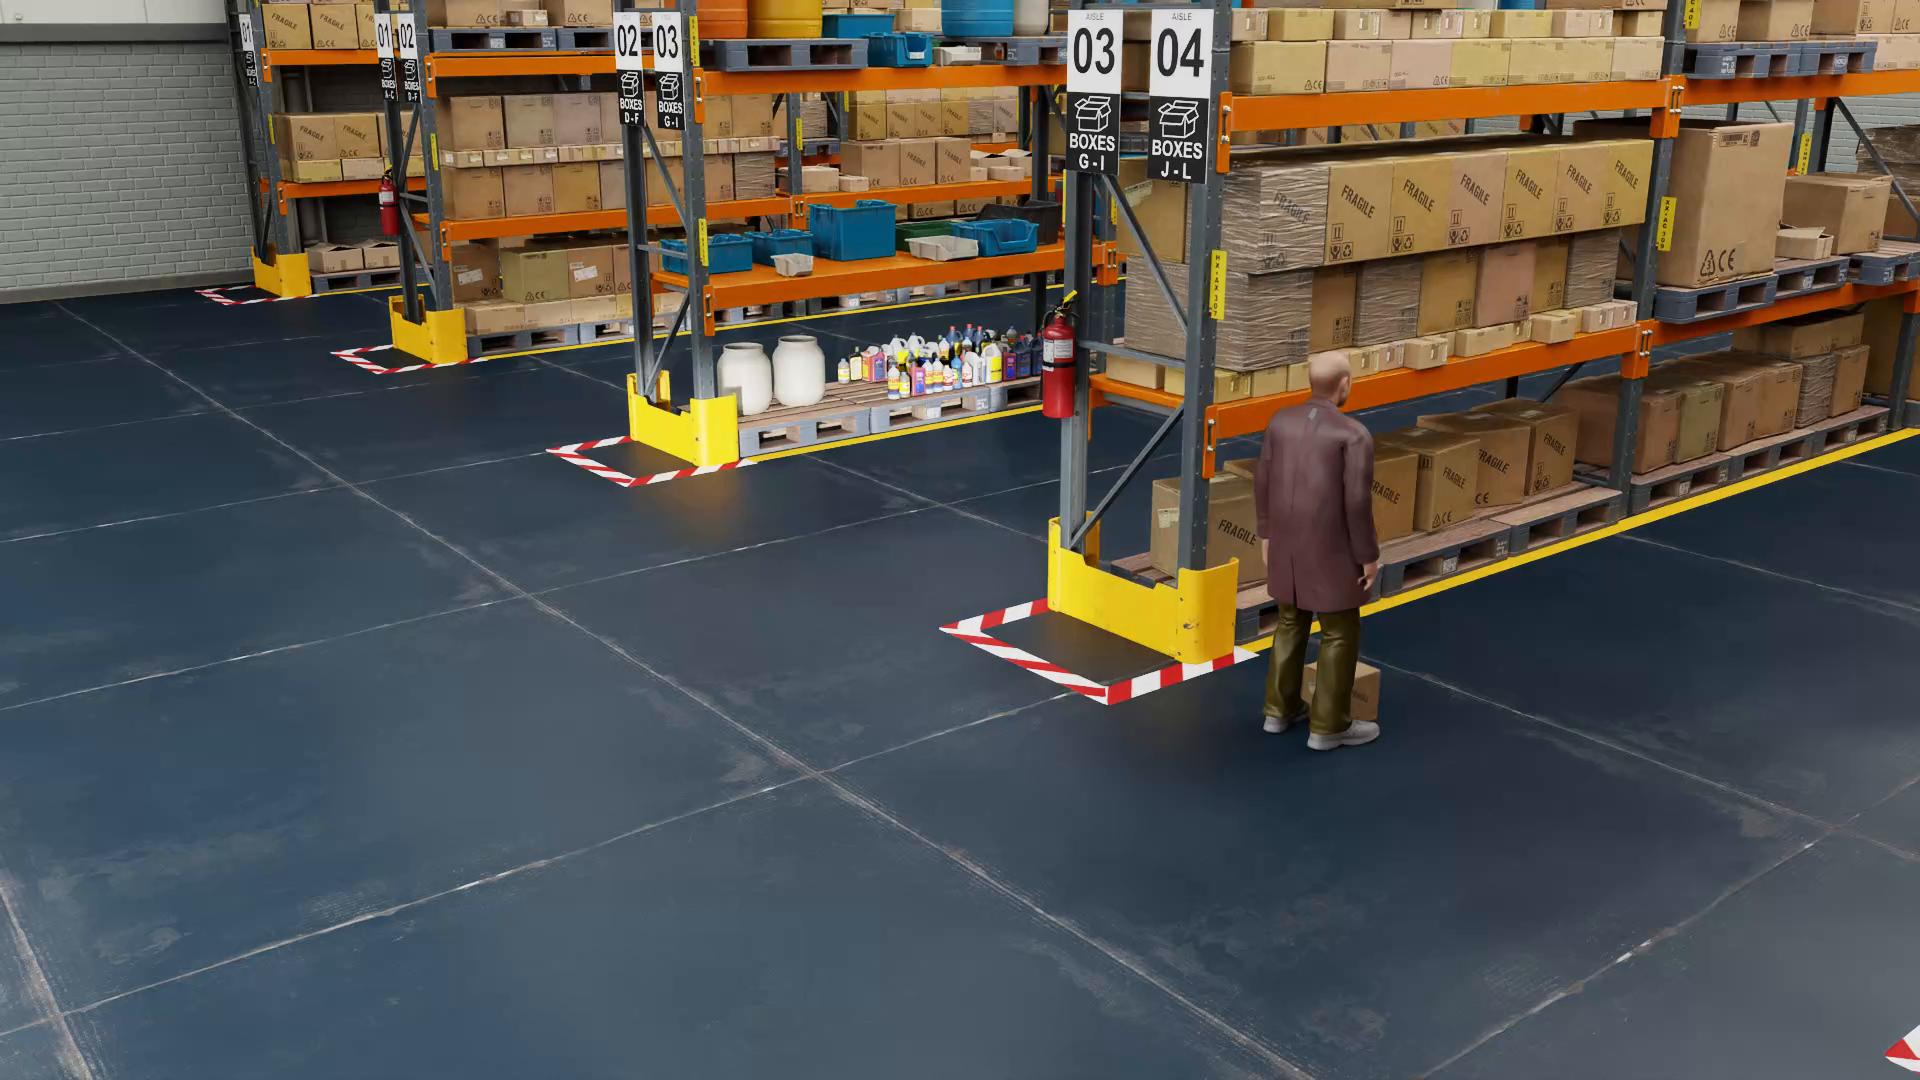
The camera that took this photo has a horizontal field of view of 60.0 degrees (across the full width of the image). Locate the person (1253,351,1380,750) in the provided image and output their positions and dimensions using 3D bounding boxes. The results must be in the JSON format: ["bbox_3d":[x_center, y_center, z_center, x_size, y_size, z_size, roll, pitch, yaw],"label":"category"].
[{"bbox_3d":[1.597,0.040,7.452,0.428,1.772,0.640,-15,23,-39],"label":"person"}]
